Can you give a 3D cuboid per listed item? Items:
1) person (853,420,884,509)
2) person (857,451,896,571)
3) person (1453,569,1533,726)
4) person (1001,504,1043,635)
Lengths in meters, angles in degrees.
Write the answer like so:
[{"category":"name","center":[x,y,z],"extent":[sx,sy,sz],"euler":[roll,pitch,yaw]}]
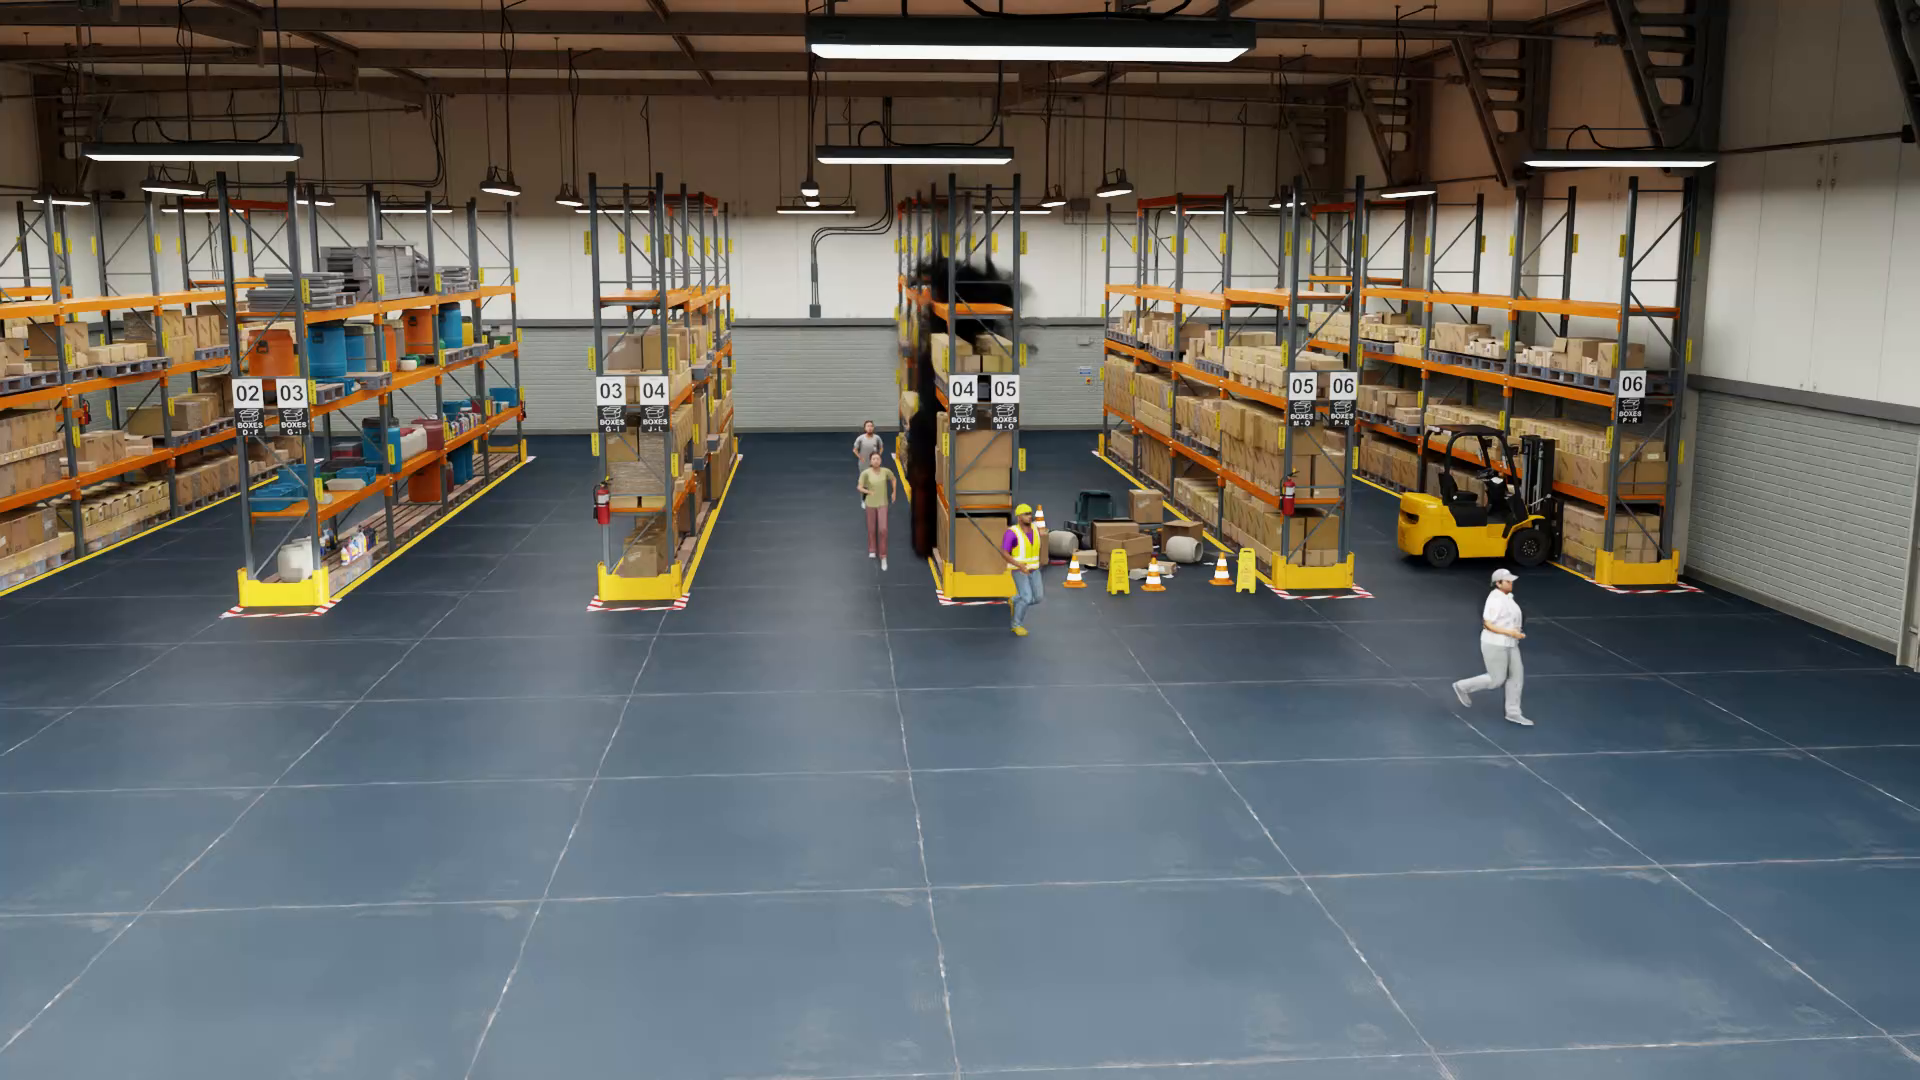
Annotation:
[{"category":"person","center":[-1.630,-1.338,29.884],"extent":[0.563,1.639,0.647],"euler":[-2,10,-12]},{"category":"person","center":[-1.243,-0.450,24.956],"extent":[0.597,1.784,0.690],"euler":[-1,10,-6]},{"category":"person","center":[5.708,1.117,17.667],"extent":[0.849,1.659,0.607],"euler":[7,12,36]},{"category":"person","center":[0.832,0.375,21.673],"extent":[0.722,1.729,0.654],"euler":[-8,13,-38]}]
